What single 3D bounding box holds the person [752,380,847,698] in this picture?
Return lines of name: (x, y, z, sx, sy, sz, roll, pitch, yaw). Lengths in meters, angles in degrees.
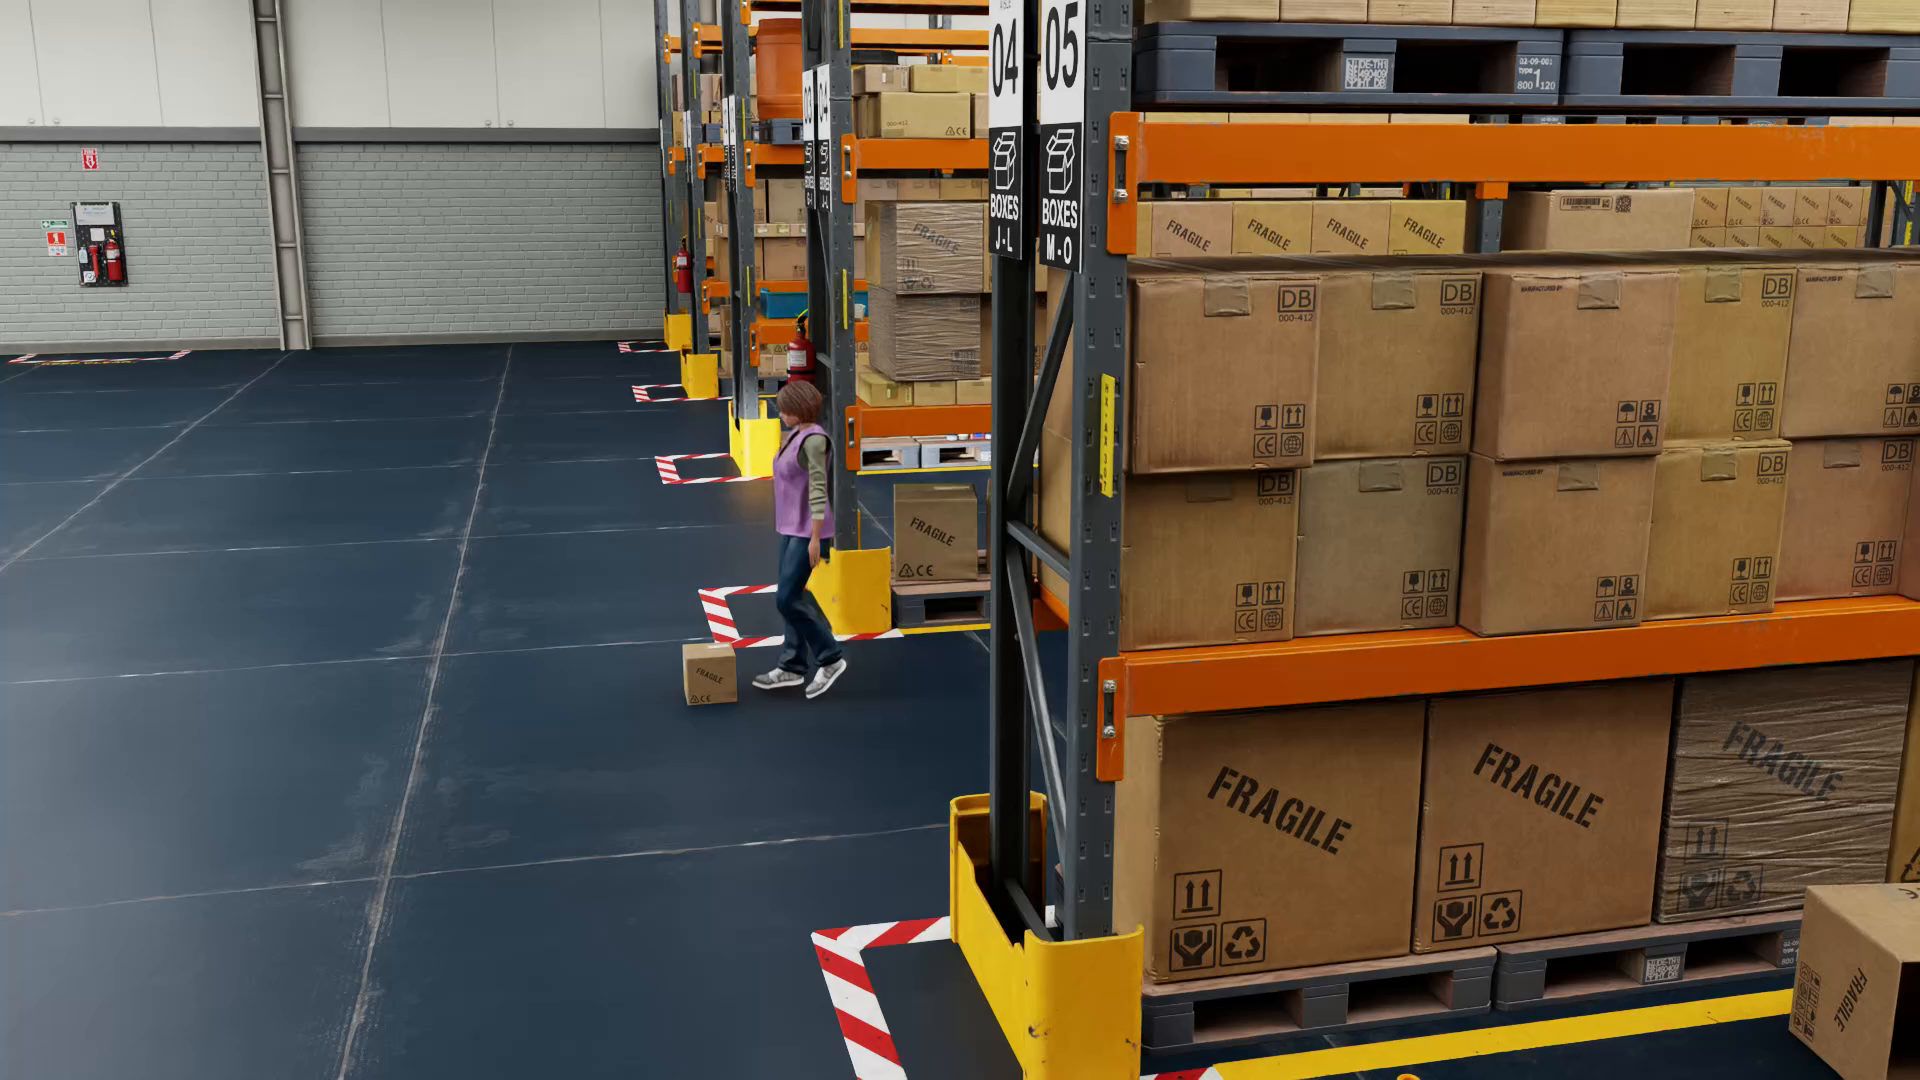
person: (-0.840, -0.007, 8.452, 0.457, 1.598, 0.447, -4, 14, -18)
